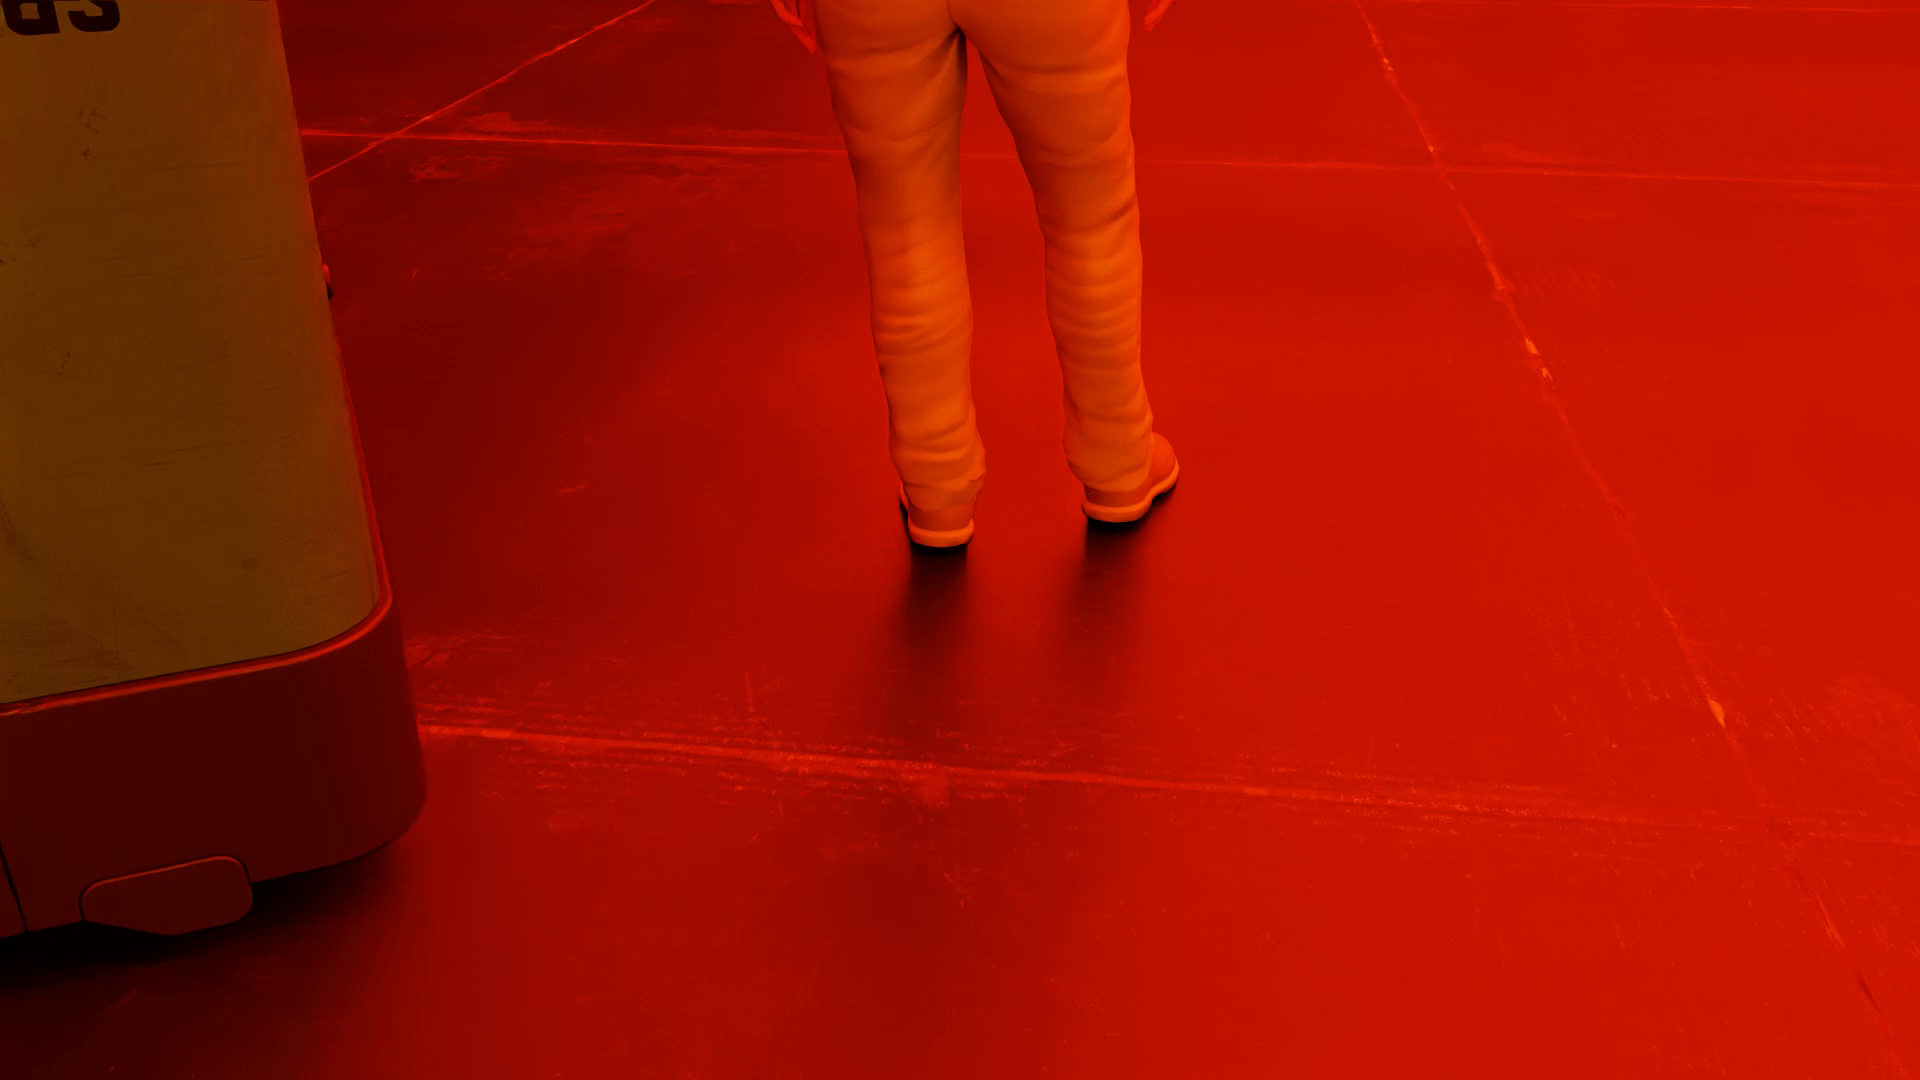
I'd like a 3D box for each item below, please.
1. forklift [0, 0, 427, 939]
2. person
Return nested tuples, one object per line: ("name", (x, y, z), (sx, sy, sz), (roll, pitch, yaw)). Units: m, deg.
("forklift", (-2.139, -0.898, 1.016), (3.031, 2.935, 1.130), (-10, 28, -20))
("person", (0.033, -0.785, 2.190), (0.598, 1.670, 0.529), (3, 27, 7))
